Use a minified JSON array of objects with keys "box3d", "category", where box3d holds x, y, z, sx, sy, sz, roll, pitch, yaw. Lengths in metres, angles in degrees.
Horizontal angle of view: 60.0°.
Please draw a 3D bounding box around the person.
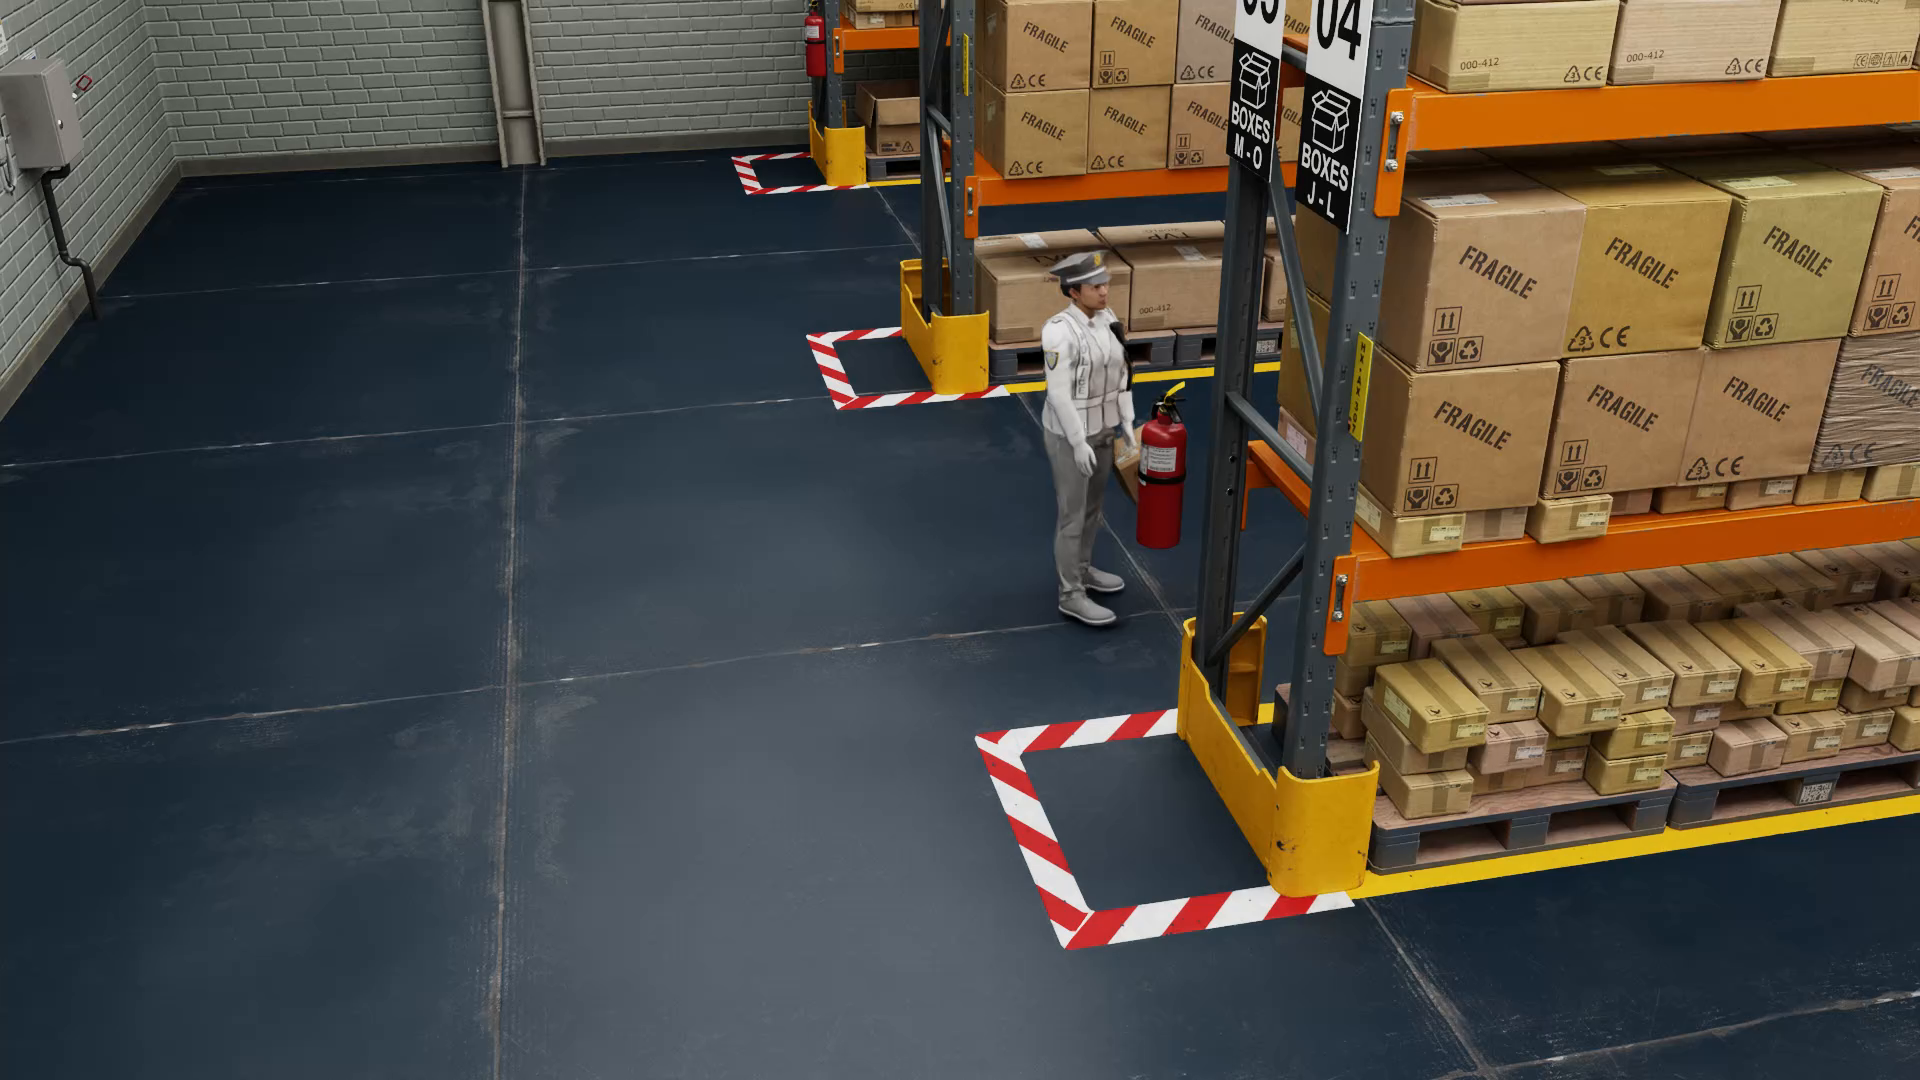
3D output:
[{"box3d":[0.615,-0.471,7.471,0.492,1.699,0.510,23,35,38],"category":"person"}]
